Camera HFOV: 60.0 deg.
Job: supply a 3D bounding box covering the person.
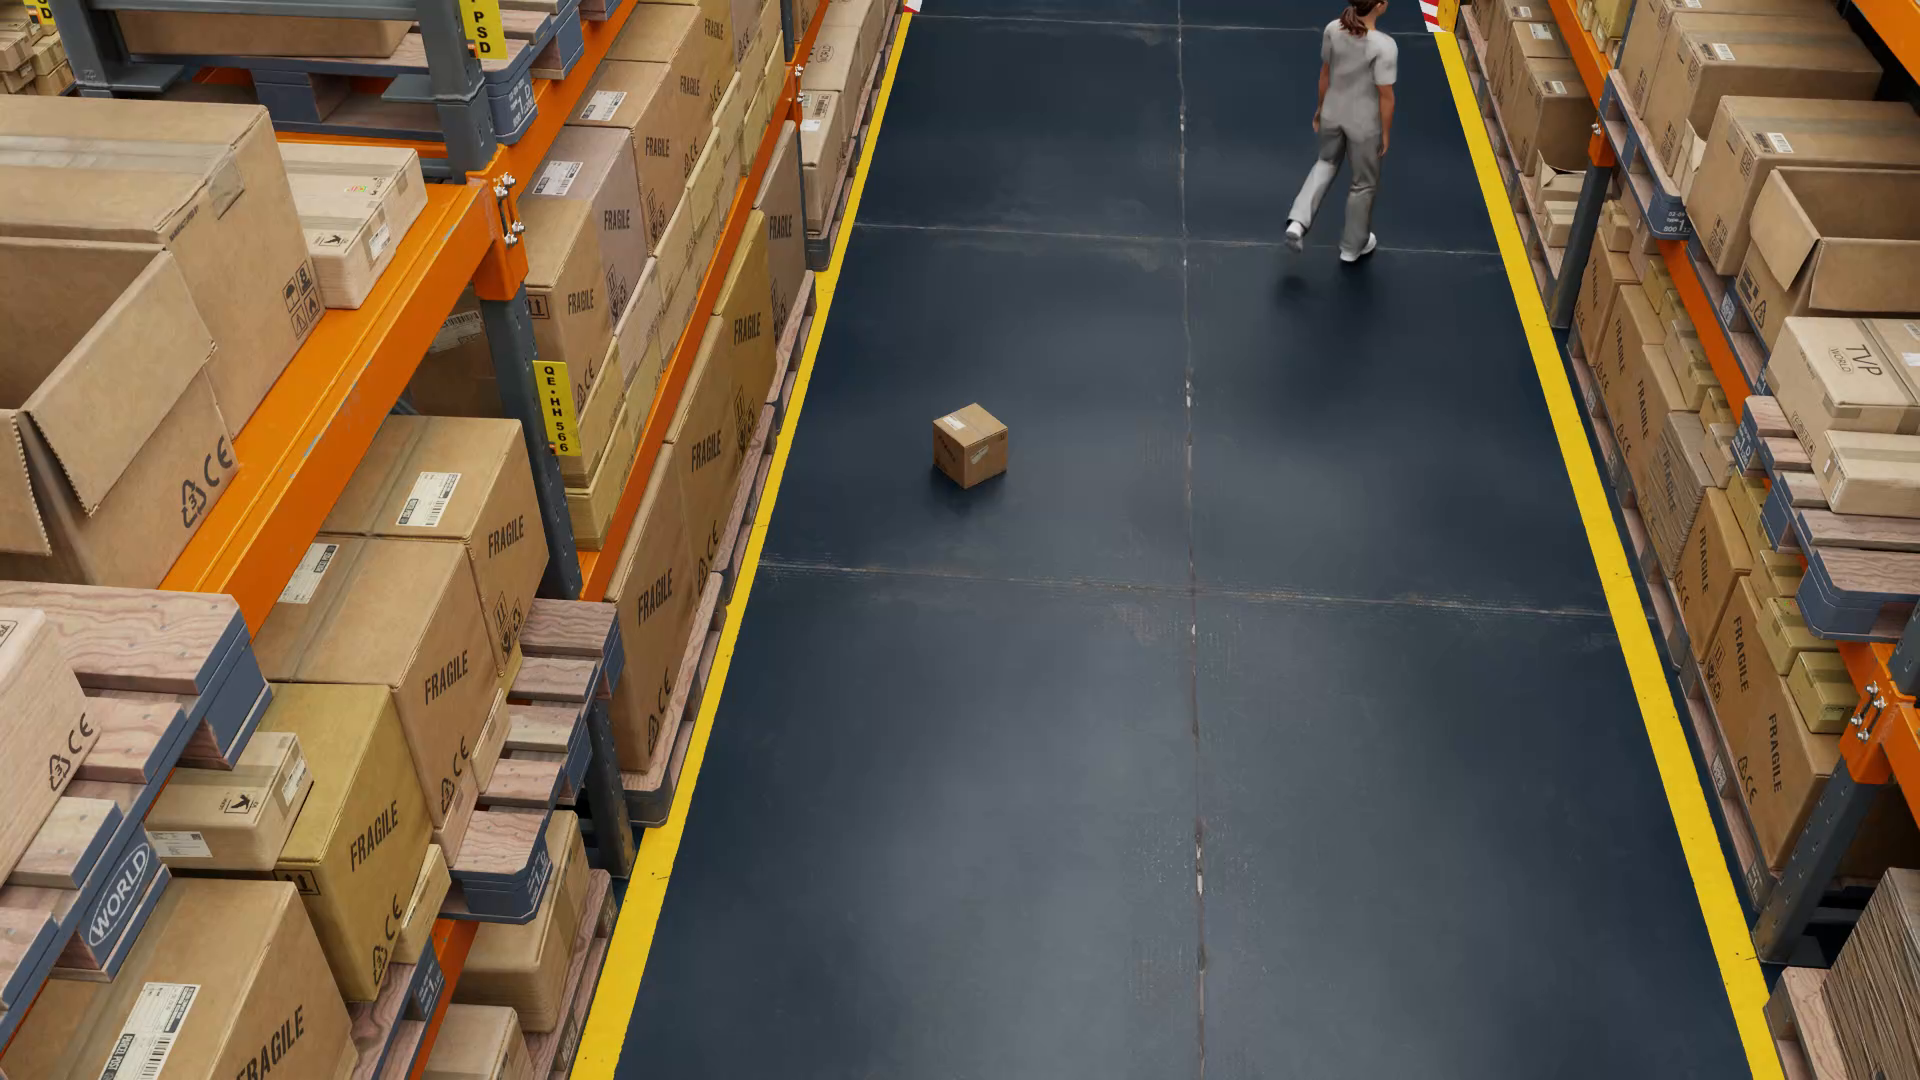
[{"bbox_3d":[2.069,-2.193,8.723,0.472,1.663,0.657,30,49,31],"label":"person"}]
